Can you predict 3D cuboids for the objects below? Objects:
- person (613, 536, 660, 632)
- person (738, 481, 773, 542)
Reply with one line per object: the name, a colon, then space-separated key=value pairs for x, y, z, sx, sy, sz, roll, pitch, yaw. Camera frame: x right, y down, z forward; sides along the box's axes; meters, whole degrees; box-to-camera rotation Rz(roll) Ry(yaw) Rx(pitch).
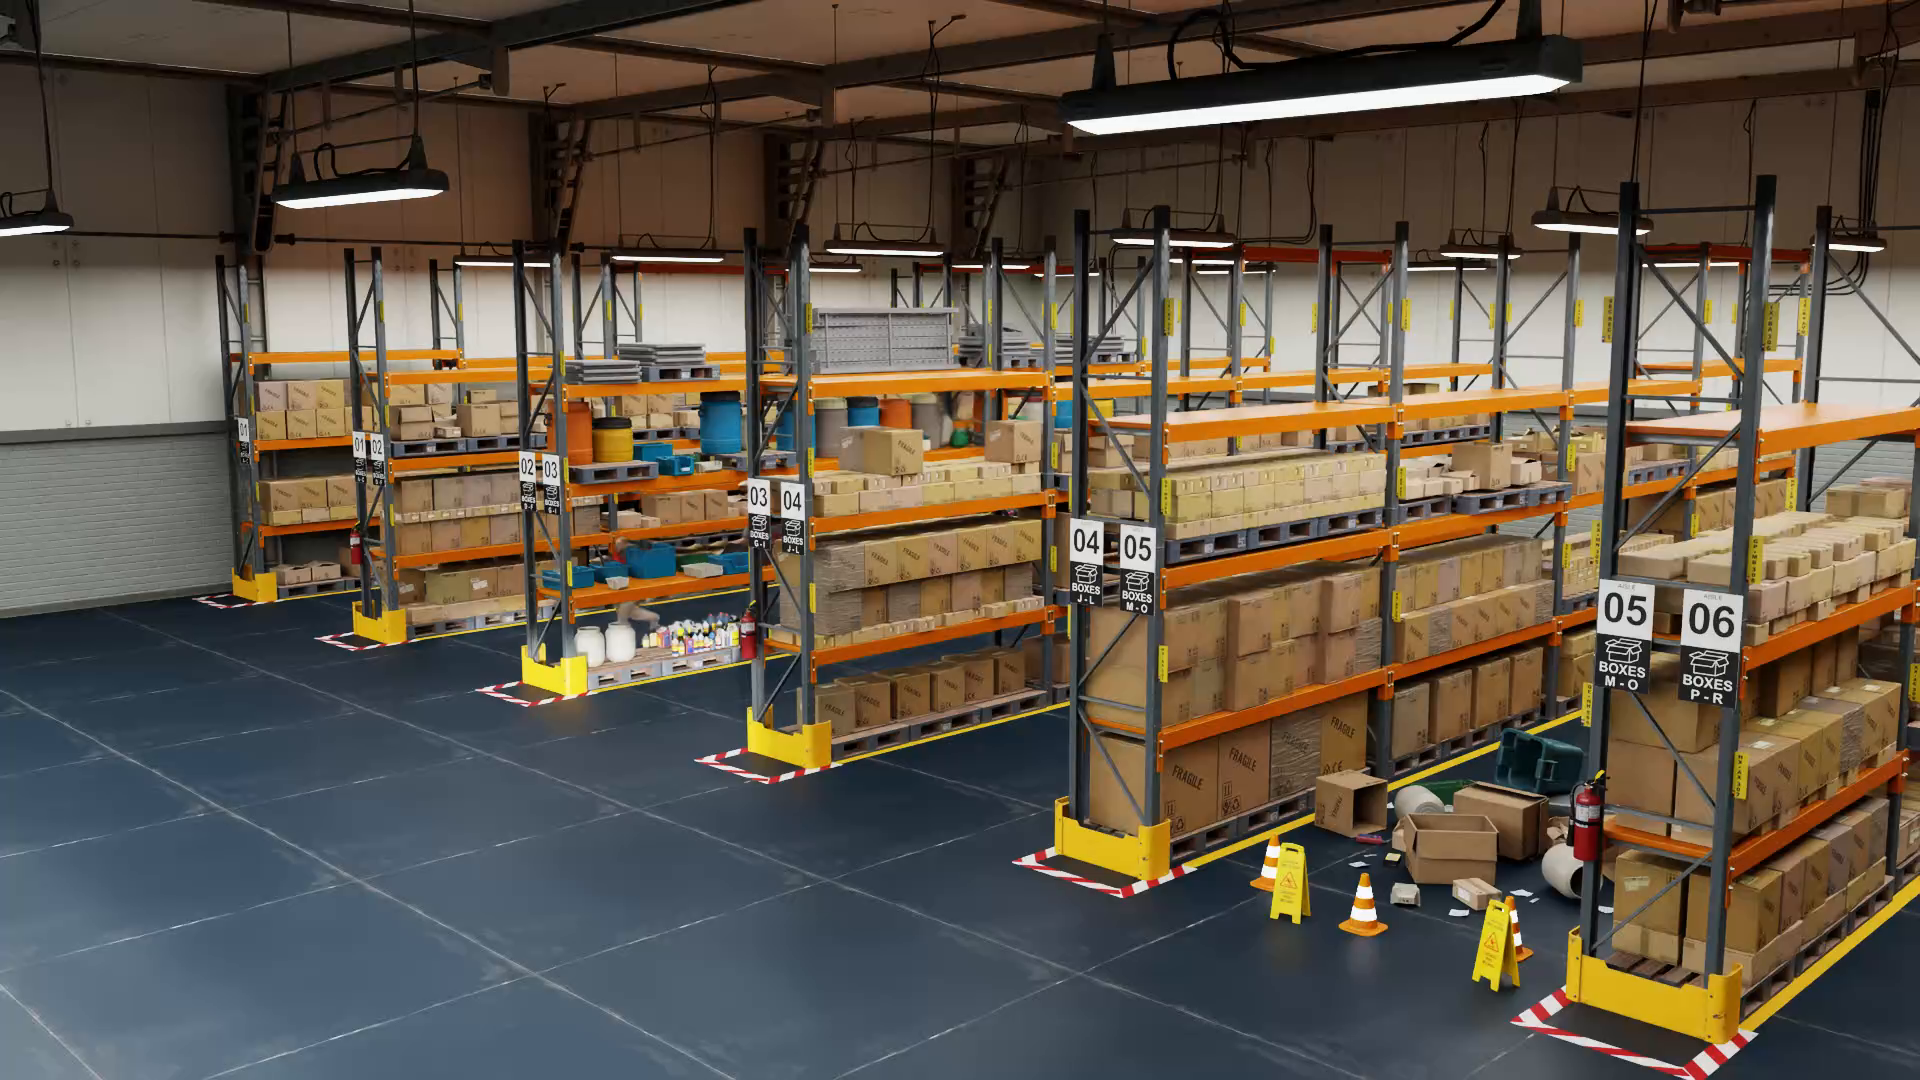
person: x=-4.959 y=0.781 z=25.211 sx=0.662 sy=1.732 sz=1.076 roll=7 pitch=11 yaw=40
person: x=-4.087 y=-0.429 z=33.747 sx=1.049 sy=1.731 sz=0.696 roll=-8 pitch=11 yaw=-43
